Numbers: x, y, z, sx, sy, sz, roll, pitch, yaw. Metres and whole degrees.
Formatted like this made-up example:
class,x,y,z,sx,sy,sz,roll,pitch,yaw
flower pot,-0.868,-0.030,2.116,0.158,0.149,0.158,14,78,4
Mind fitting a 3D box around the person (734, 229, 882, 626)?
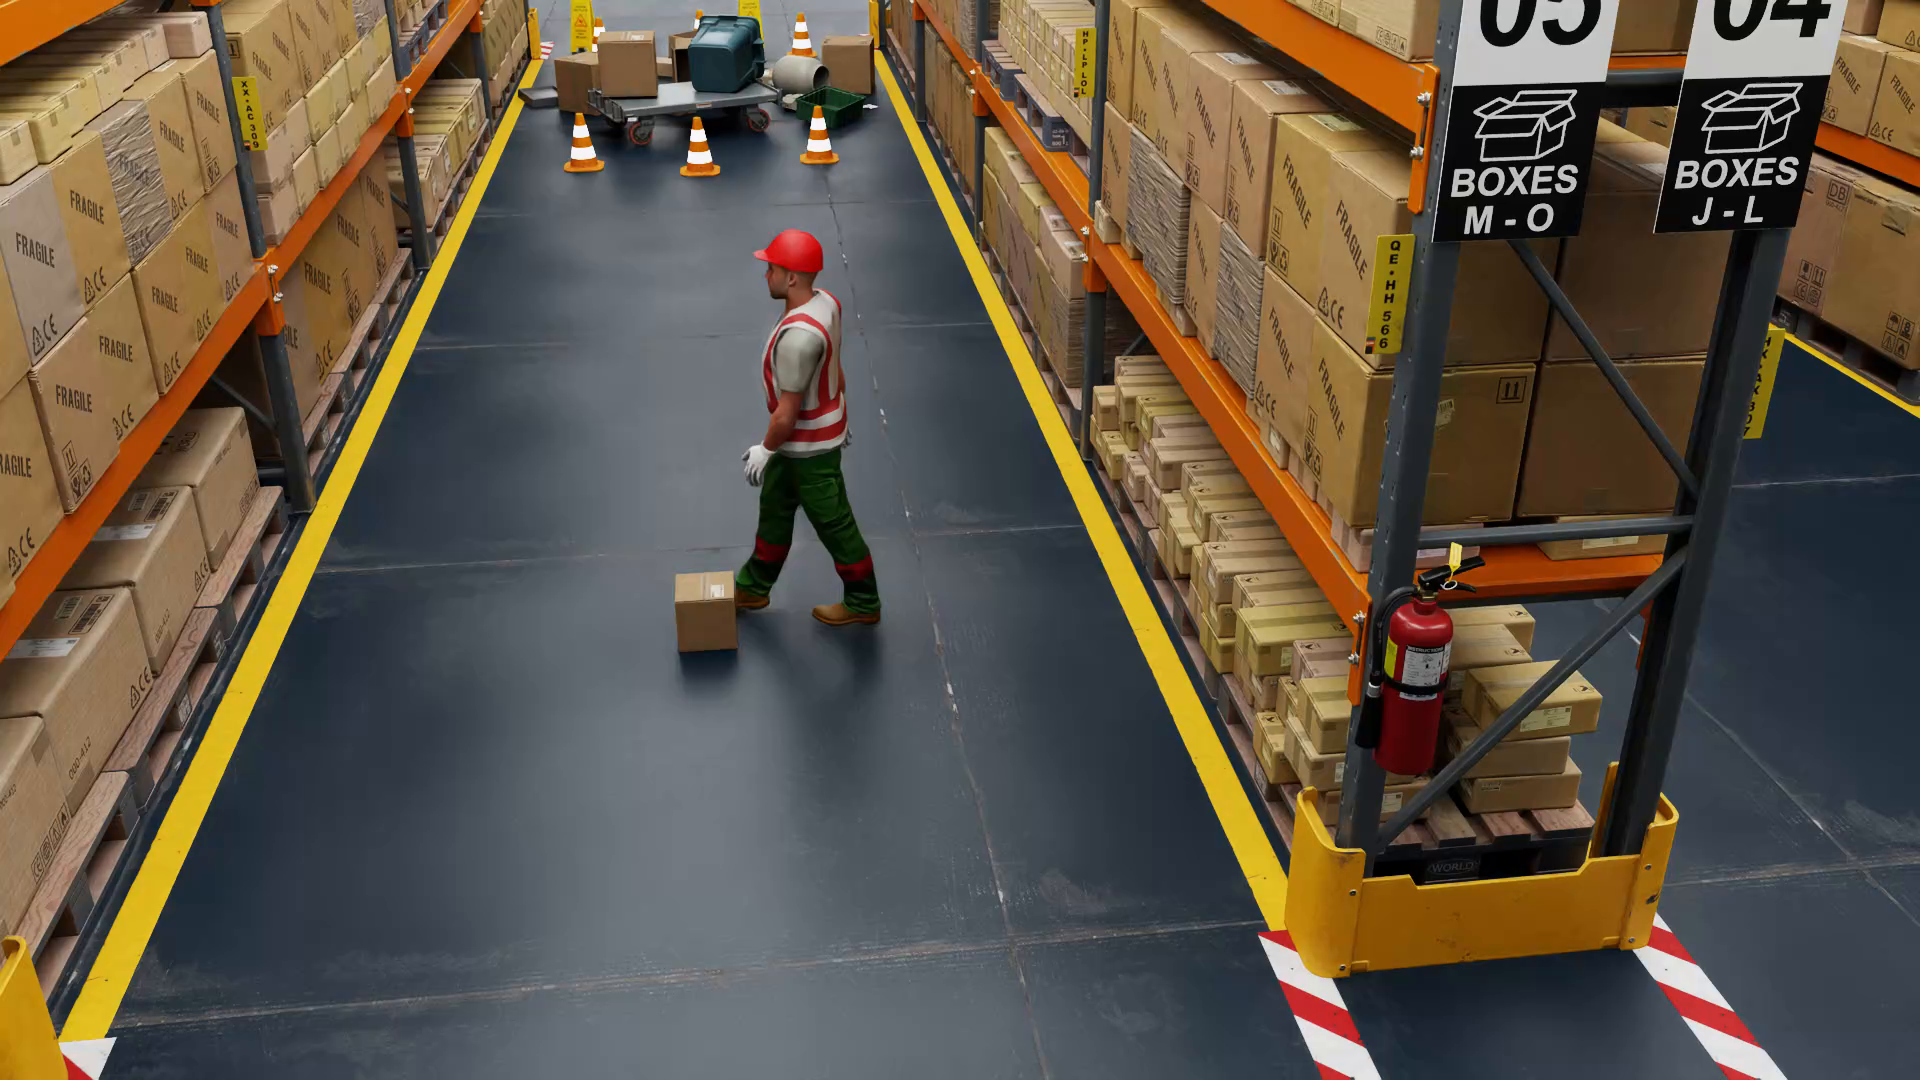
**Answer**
class,x,y,z,sx,sy,sz,roll,pitch,yaw
person,-0.739,-0.424,6.884,0.795,1.768,0.587,0,27,0
